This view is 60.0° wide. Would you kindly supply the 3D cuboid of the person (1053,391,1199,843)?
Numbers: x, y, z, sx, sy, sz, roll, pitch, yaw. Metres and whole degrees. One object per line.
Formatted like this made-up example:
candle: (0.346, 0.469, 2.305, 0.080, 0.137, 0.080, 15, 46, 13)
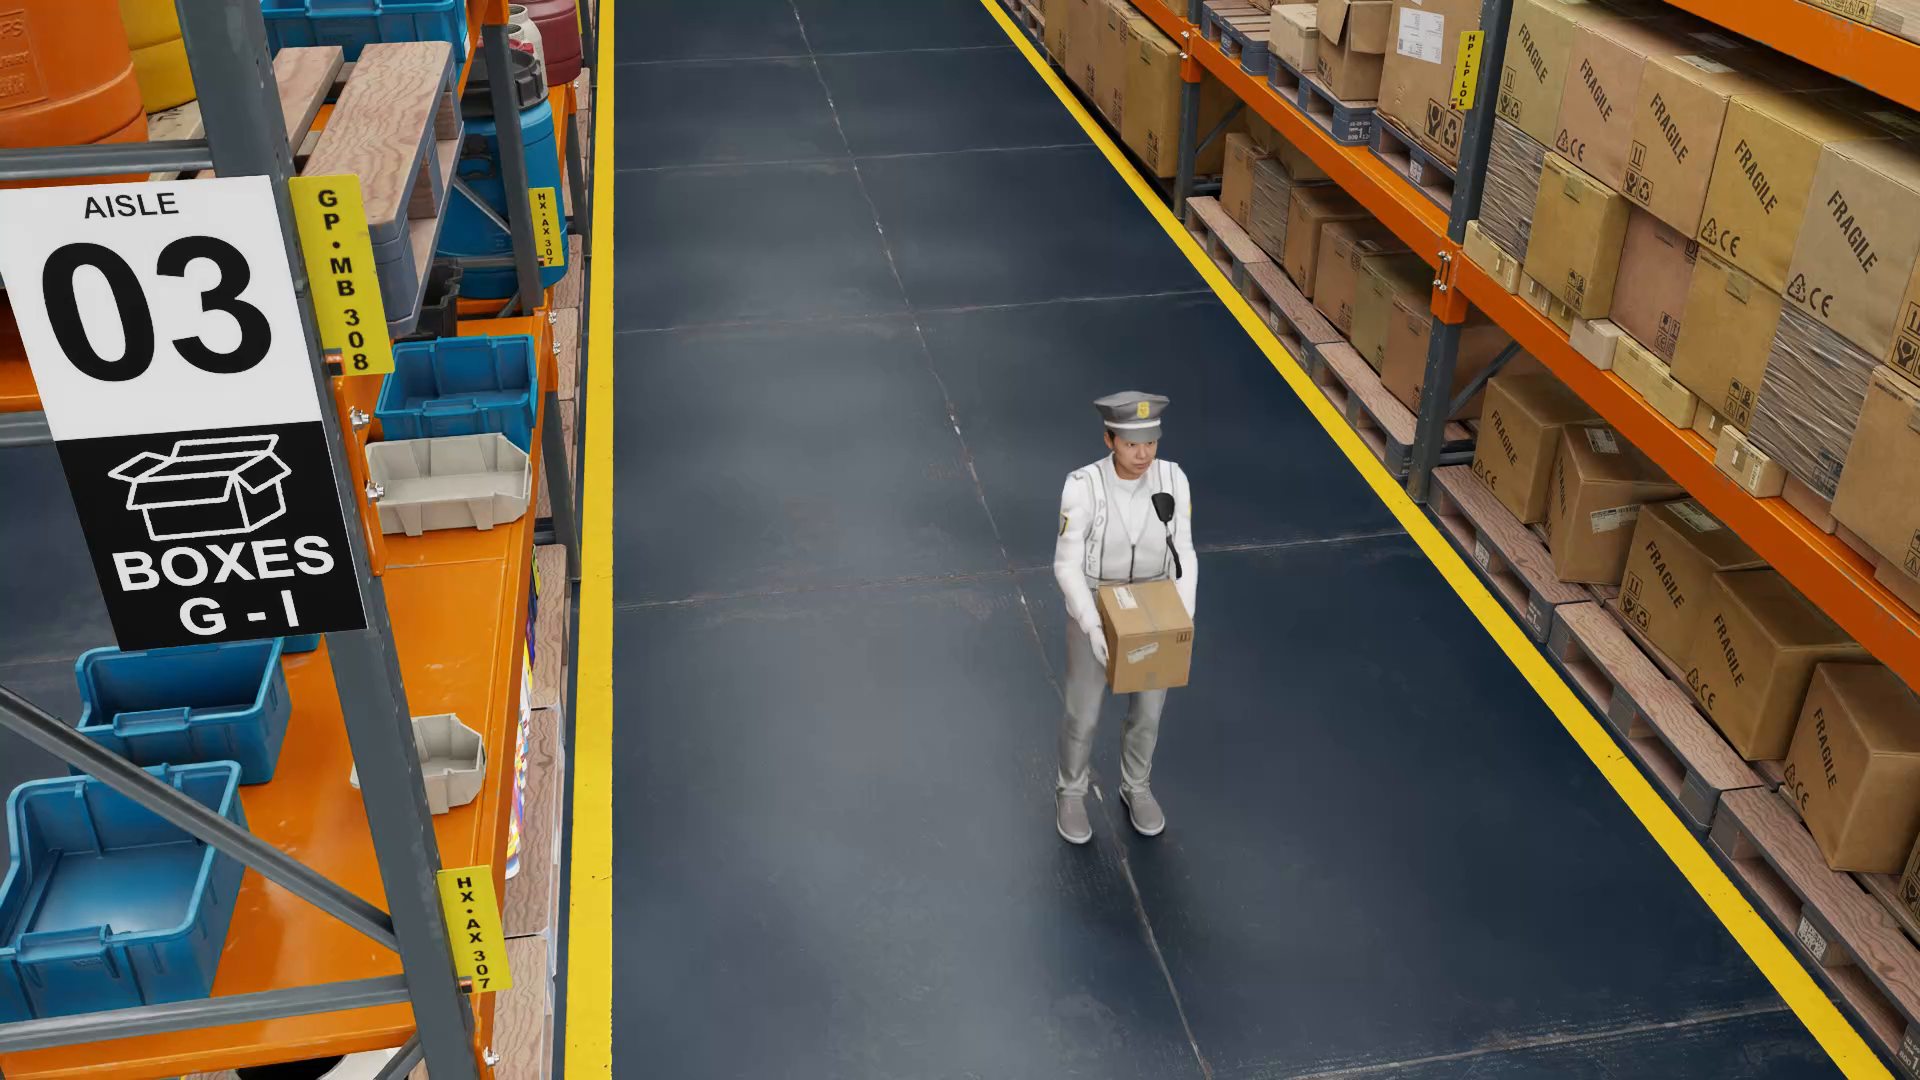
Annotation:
person: (0.562, 0.297, 5.605, 0.489, 1.692, 0.489, -6, 31, -9)
